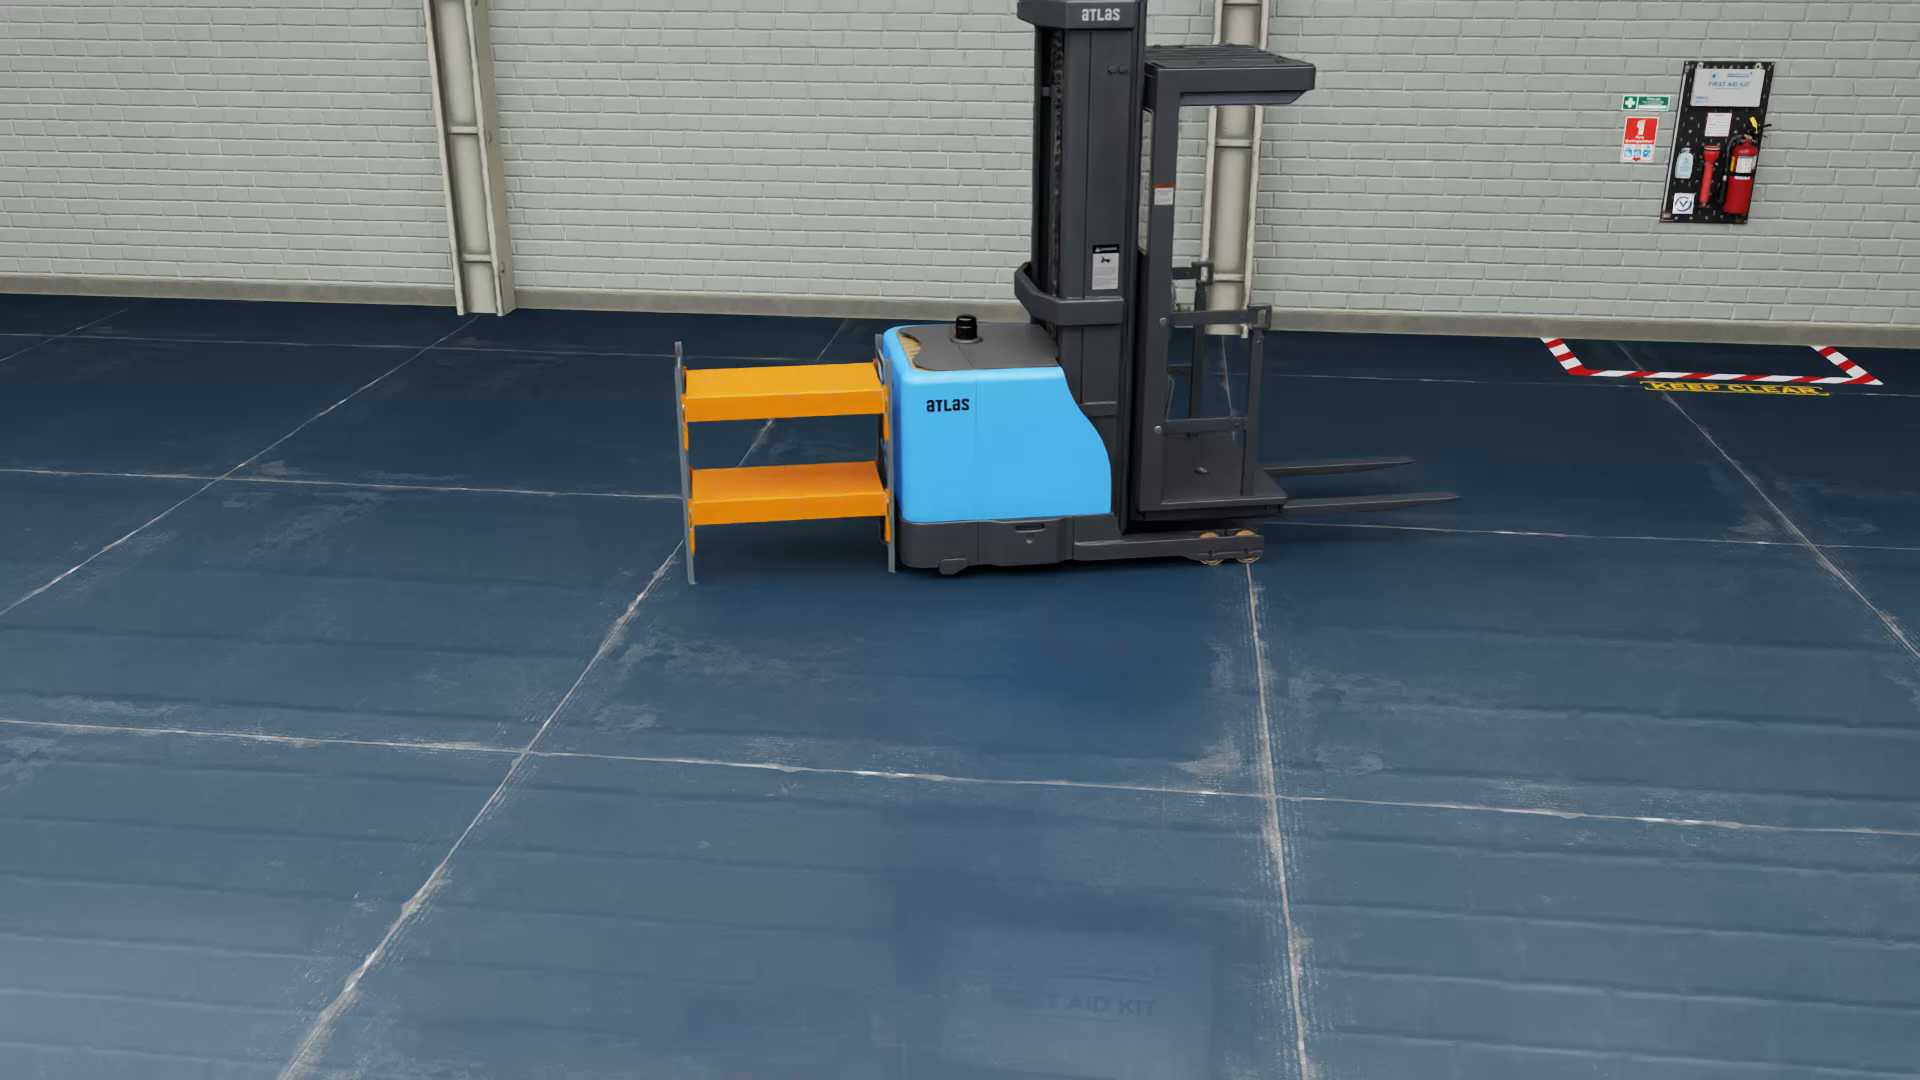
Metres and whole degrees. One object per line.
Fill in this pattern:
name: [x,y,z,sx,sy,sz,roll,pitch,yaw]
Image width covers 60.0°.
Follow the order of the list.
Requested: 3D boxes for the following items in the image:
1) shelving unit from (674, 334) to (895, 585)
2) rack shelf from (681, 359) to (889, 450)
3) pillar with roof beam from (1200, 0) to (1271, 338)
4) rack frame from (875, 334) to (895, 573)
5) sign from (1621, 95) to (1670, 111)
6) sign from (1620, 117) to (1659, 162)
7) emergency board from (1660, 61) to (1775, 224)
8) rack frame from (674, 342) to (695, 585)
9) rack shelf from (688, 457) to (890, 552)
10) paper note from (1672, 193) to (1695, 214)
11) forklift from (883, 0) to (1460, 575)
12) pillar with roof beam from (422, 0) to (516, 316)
shelving unit: [-0.886,-0.417,8.464,1.048,1.125,0.538,-3,22,-8]
rack shelf: [-0.886,-0.689,8.356,1.000,0.278,0.538,-3,22,-8]
pillar with roof beam: [1.552,-4.244,7.435,0.400,9.000,9.100,2,22,6]
rack frame: [-0.383,-0.445,8.534,0.032,1.125,0.500,-3,22,-8]
sign: [5.034,-3.208,12.205,0.331,0.109,0.001,2,22,6]
sign: [5.030,-2.965,12.312,0.234,0.329,0.001,2,22,6]
emergency board: [5.567,-2.887,12.162,0.643,1.169,0.194,2,22,6]
rack frame: [-1.389,-0.389,8.393,0.032,1.125,0.500,-3,22,-8]
rack shelf: [-0.886,-0.189,8.554,1.000,0.278,0.538,-3,22,-8]
paper note: [5.400,-2.510,12.407,0.142,0.148,0.016,2,22,6]
forklift: [1.136,-1.421,8.547,3.031,2.935,1.130,-3,22,-8]
pillar with roof beam: [-4.406,-4.503,8.091,0.400,9.000,9.100,2,22,6]
